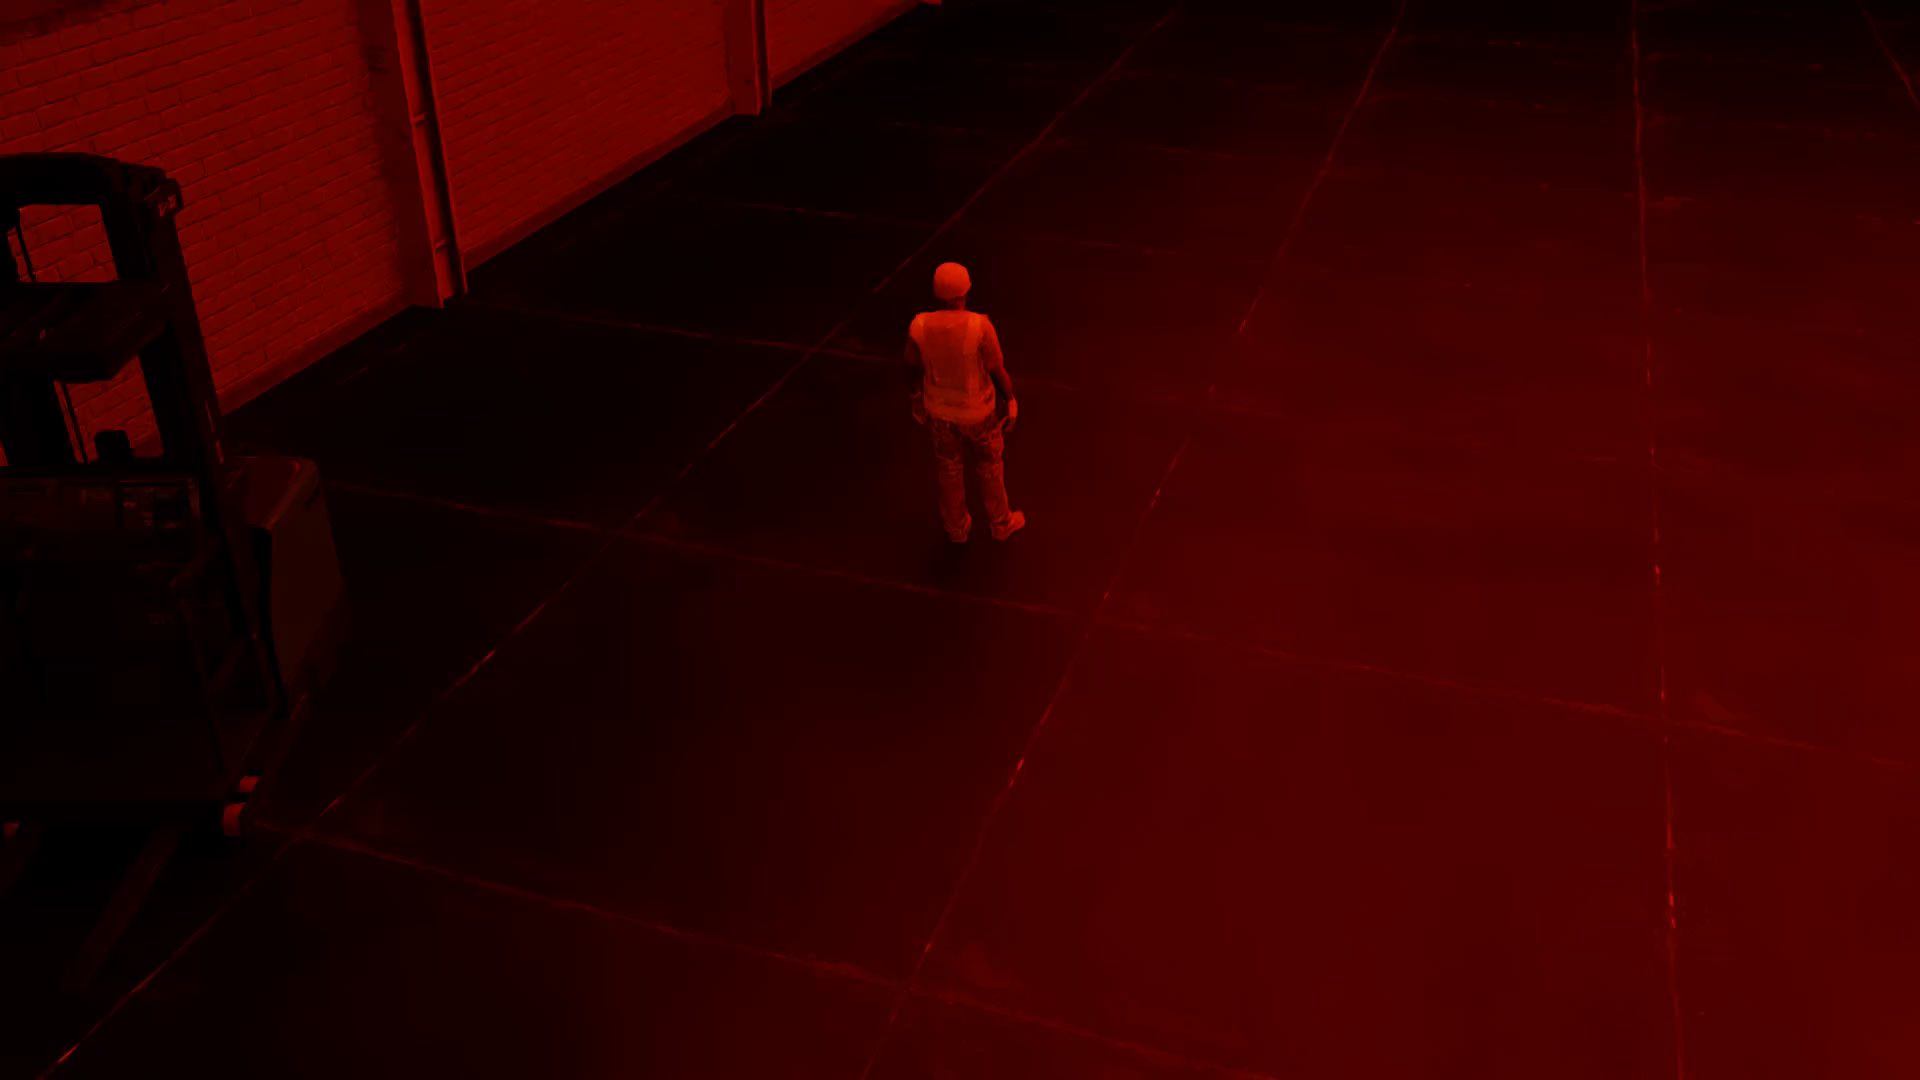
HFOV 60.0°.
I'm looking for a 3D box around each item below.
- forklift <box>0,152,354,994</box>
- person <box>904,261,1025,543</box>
[{"bbox_3d":[-3.836,-0.048,7.221,1.130,2.935,3.031,-1,30,-1],"label":"forklift"},{"bbox_3d":[0.031,-0.813,9.708,0.655,1.782,0.576,10,31,16],"label":"person"}]
